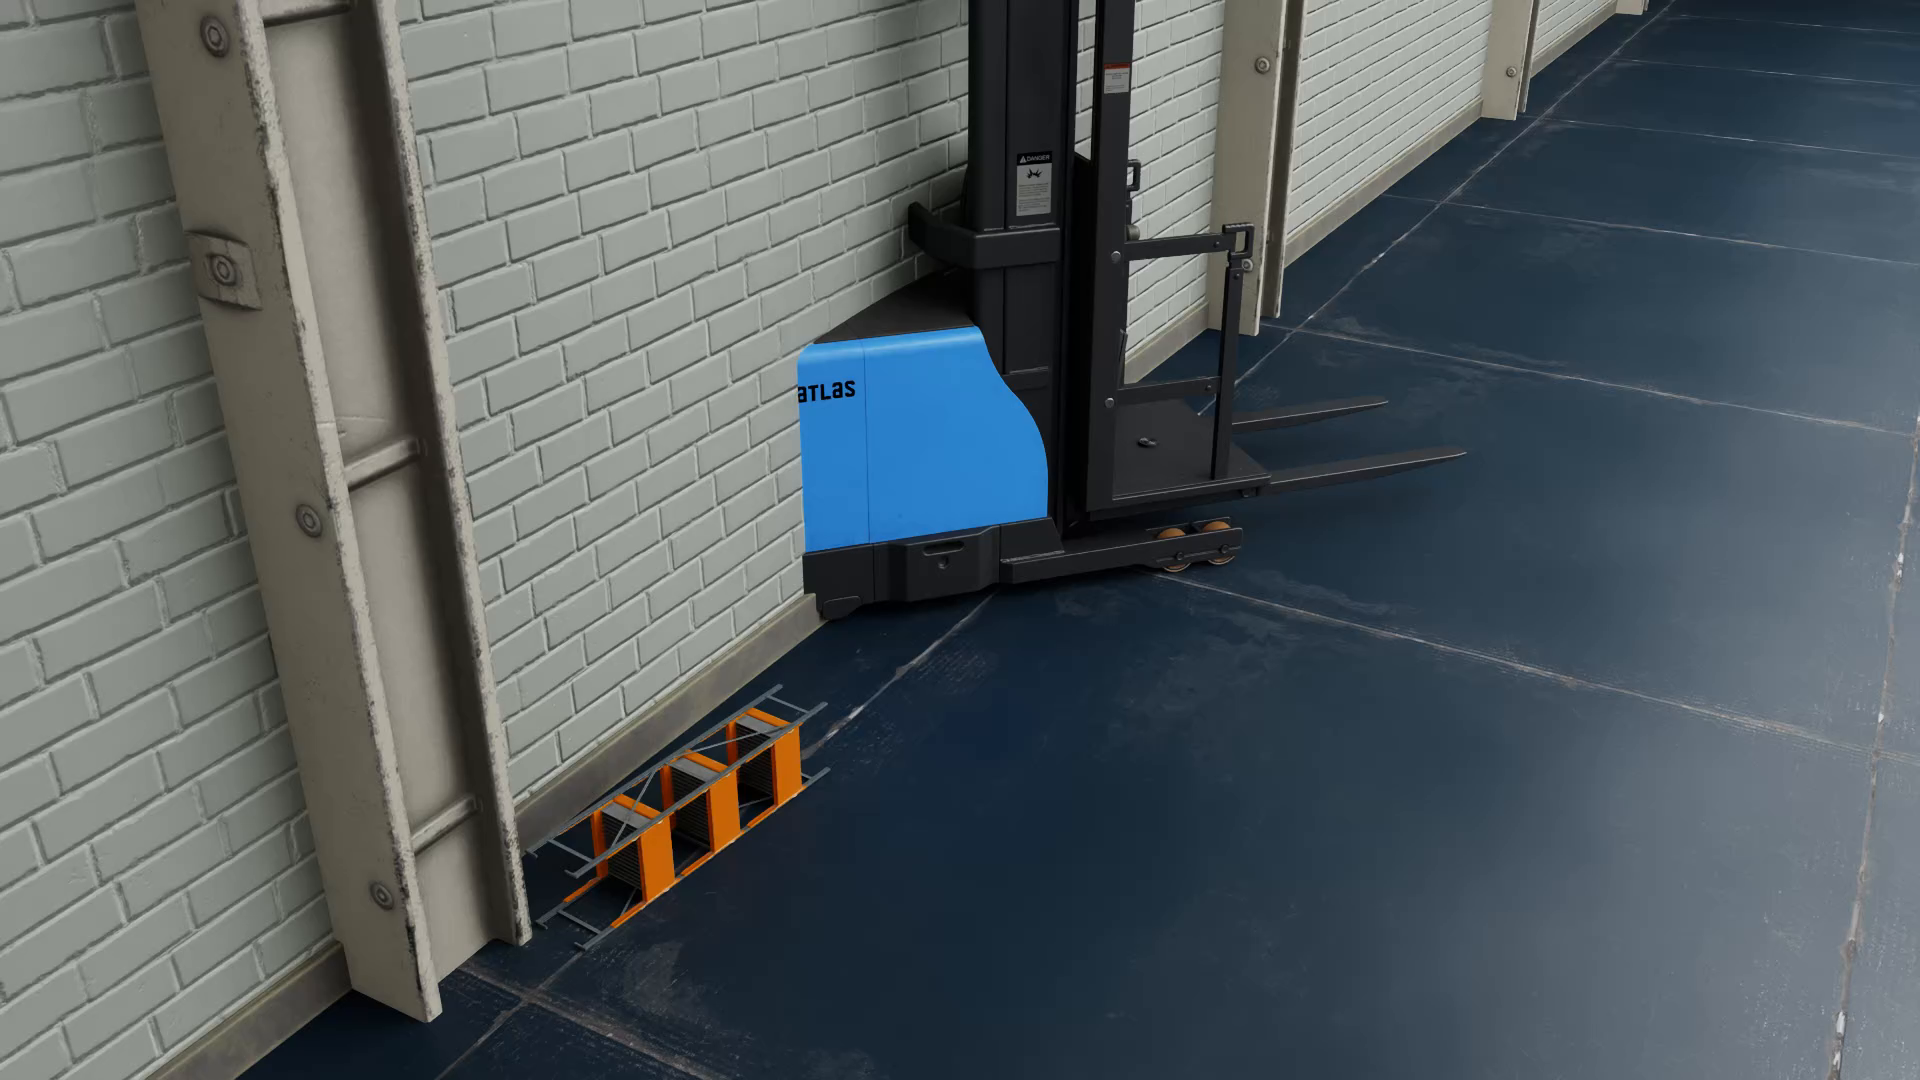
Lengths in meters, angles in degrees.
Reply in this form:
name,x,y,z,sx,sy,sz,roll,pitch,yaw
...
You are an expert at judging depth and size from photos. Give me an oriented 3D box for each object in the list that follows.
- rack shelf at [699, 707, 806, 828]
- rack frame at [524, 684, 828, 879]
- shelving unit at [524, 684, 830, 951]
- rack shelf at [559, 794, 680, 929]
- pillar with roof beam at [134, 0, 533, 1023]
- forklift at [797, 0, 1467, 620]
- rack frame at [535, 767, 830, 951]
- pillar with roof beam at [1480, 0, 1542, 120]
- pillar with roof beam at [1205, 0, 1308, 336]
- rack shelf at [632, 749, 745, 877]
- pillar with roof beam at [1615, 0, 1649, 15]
name,x,y,z,sx,sy,sz,roll,pitch,yaw
rack shelf,-0.638,0.686,5.091,0.215,0.240,0.259,18,31,31
rack frame,-0.796,0.677,4.837,0.200,0.008,1.050,18,31,31
shelving unit,-0.796,0.786,4.892,0.215,0.252,1.050,18,31,31
rack shelf,-0.962,0.891,4.681,0.215,0.240,0.259,18,31,31
pillar with roof beam,2.345,-1.945,0.583,9.100,9.000,0.400,14,30,26
forklift,0.591,-1.400,6.273,3.031,2.935,1.130,-9,28,-17
rack frame,-0.796,0.895,4.946,0.200,0.008,1.050,18,31,31
pillar with roof beam,8.248,-6.622,9.925,9.100,9.000,0.400,14,30,26
pillar with roof beam,5.296,-4.283,5.254,9.100,9.000,0.400,14,30,26
rack shelf,-0.802,0.790,4.884,0.215,0.240,0.259,18,31,31
pillar with roof beam,11.200,-8.960,14.596,9.100,9.000,0.400,14,30,26
